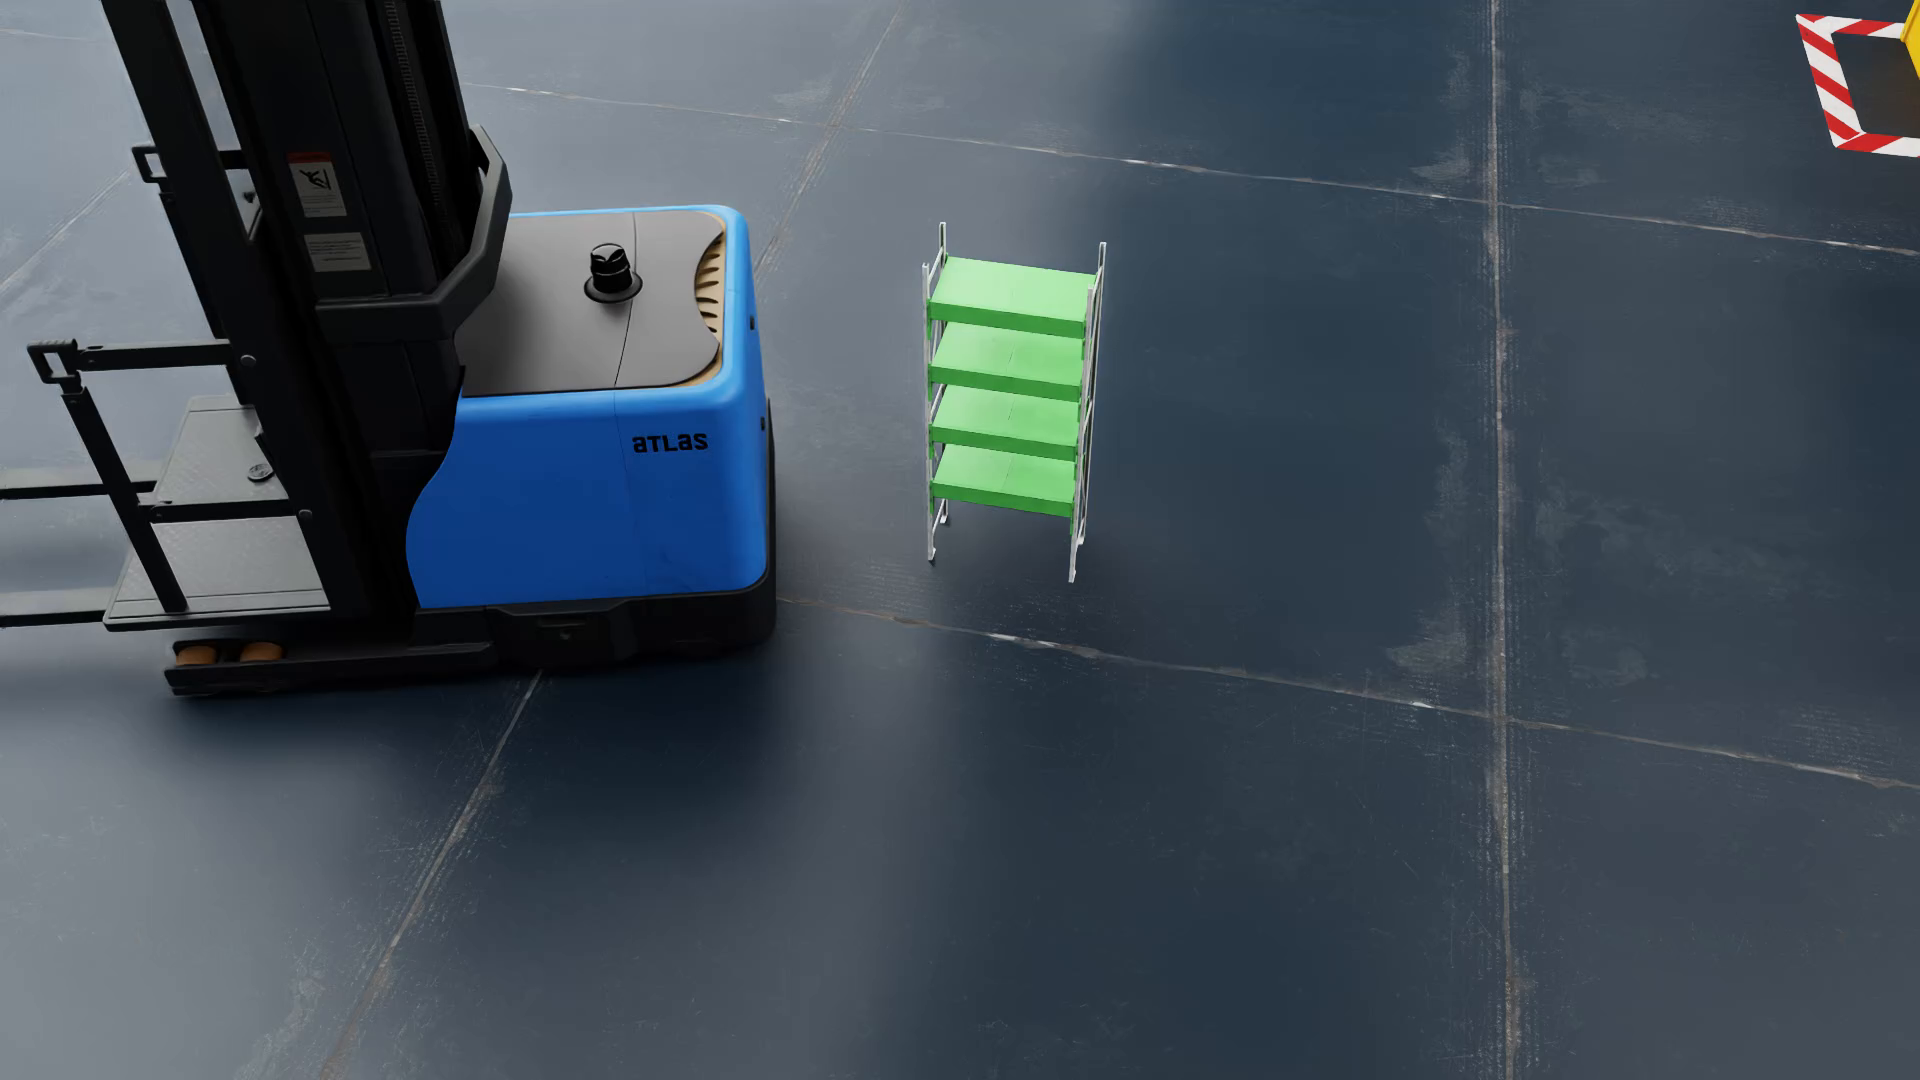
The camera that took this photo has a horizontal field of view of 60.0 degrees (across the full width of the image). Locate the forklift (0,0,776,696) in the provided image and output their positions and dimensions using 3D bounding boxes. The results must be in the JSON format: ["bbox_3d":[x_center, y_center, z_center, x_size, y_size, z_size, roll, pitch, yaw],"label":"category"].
[{"bbox_3d":[-2.142,-0.948,4.622,3.031,2.935,1.130,-3,44,-3],"label":"forklift"}]

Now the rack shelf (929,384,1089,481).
[{"bbox_3d":[0.162,-0.361,5.352,0.480,0.148,0.258,9,45,9],"label":"rack shelf"}]

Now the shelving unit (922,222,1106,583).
[{"bbox_3d":[0.162,-0.407,5.308,0.503,1.200,0.258,9,45,9],"label":"shelving unit"}]

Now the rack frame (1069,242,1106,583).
[{"bbox_3d":[0.400,-0.370,5.269,0.015,1.200,0.240,9,45,9],"label":"rack frame"}]

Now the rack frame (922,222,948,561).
[{"bbox_3d":[-0.077,-0.444,5.346,0.015,1.200,0.240,9,45,9],"label":"rack frame"}]

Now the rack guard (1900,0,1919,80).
[{"bbox_3d":[4.797,-2.341,7.822,0.348,0.500,1.175,9,45,9],"label":"rack guard"}]

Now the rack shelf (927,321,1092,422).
[{"bbox_3d":[0.162,-0.534,5.186,0.480,0.148,0.258,9,45,9],"label":"rack shelf"}]

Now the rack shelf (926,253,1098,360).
[{"bbox_3d":[0.162,-0.707,5.019,0.480,0.148,0.258,9,45,9],"label":"rack shelf"}]

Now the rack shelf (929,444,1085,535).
[{"bbox_3d":[0.162,-0.188,5.519,0.480,0.148,0.258,9,45,9],"label":"rack shelf"}]
